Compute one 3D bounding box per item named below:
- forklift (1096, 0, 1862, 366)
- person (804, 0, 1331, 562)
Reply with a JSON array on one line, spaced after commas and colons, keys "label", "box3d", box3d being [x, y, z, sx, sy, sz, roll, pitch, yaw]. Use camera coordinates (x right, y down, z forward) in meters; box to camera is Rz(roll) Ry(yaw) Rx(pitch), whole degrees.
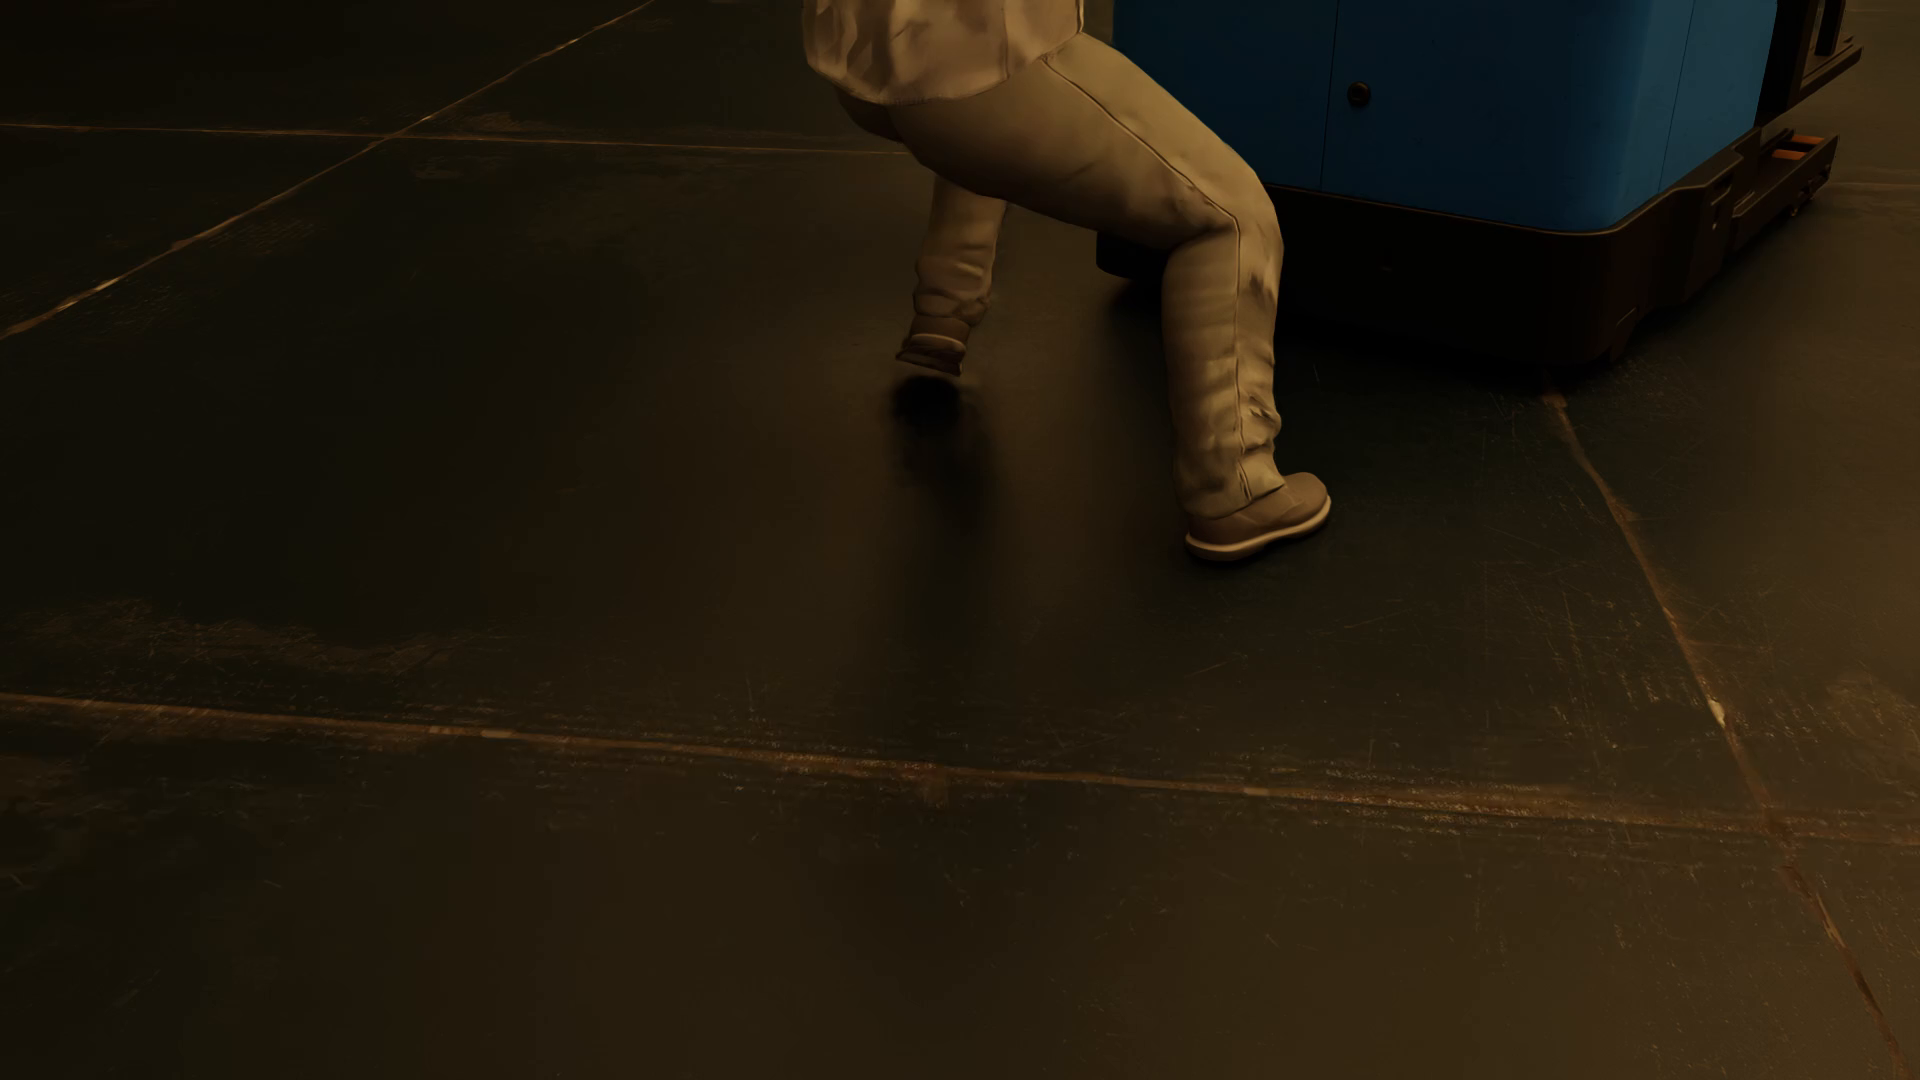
[{"label": "forklift", "box3d": [1.570, -2.219, 3.666, 1.130, 2.935, 3.031, 18, 32, 32]}, {"label": "person", "box3d": [0.160, -0.792, 2.464, 0.737, 1.451, 0.957, -16, 30, -28]}]
